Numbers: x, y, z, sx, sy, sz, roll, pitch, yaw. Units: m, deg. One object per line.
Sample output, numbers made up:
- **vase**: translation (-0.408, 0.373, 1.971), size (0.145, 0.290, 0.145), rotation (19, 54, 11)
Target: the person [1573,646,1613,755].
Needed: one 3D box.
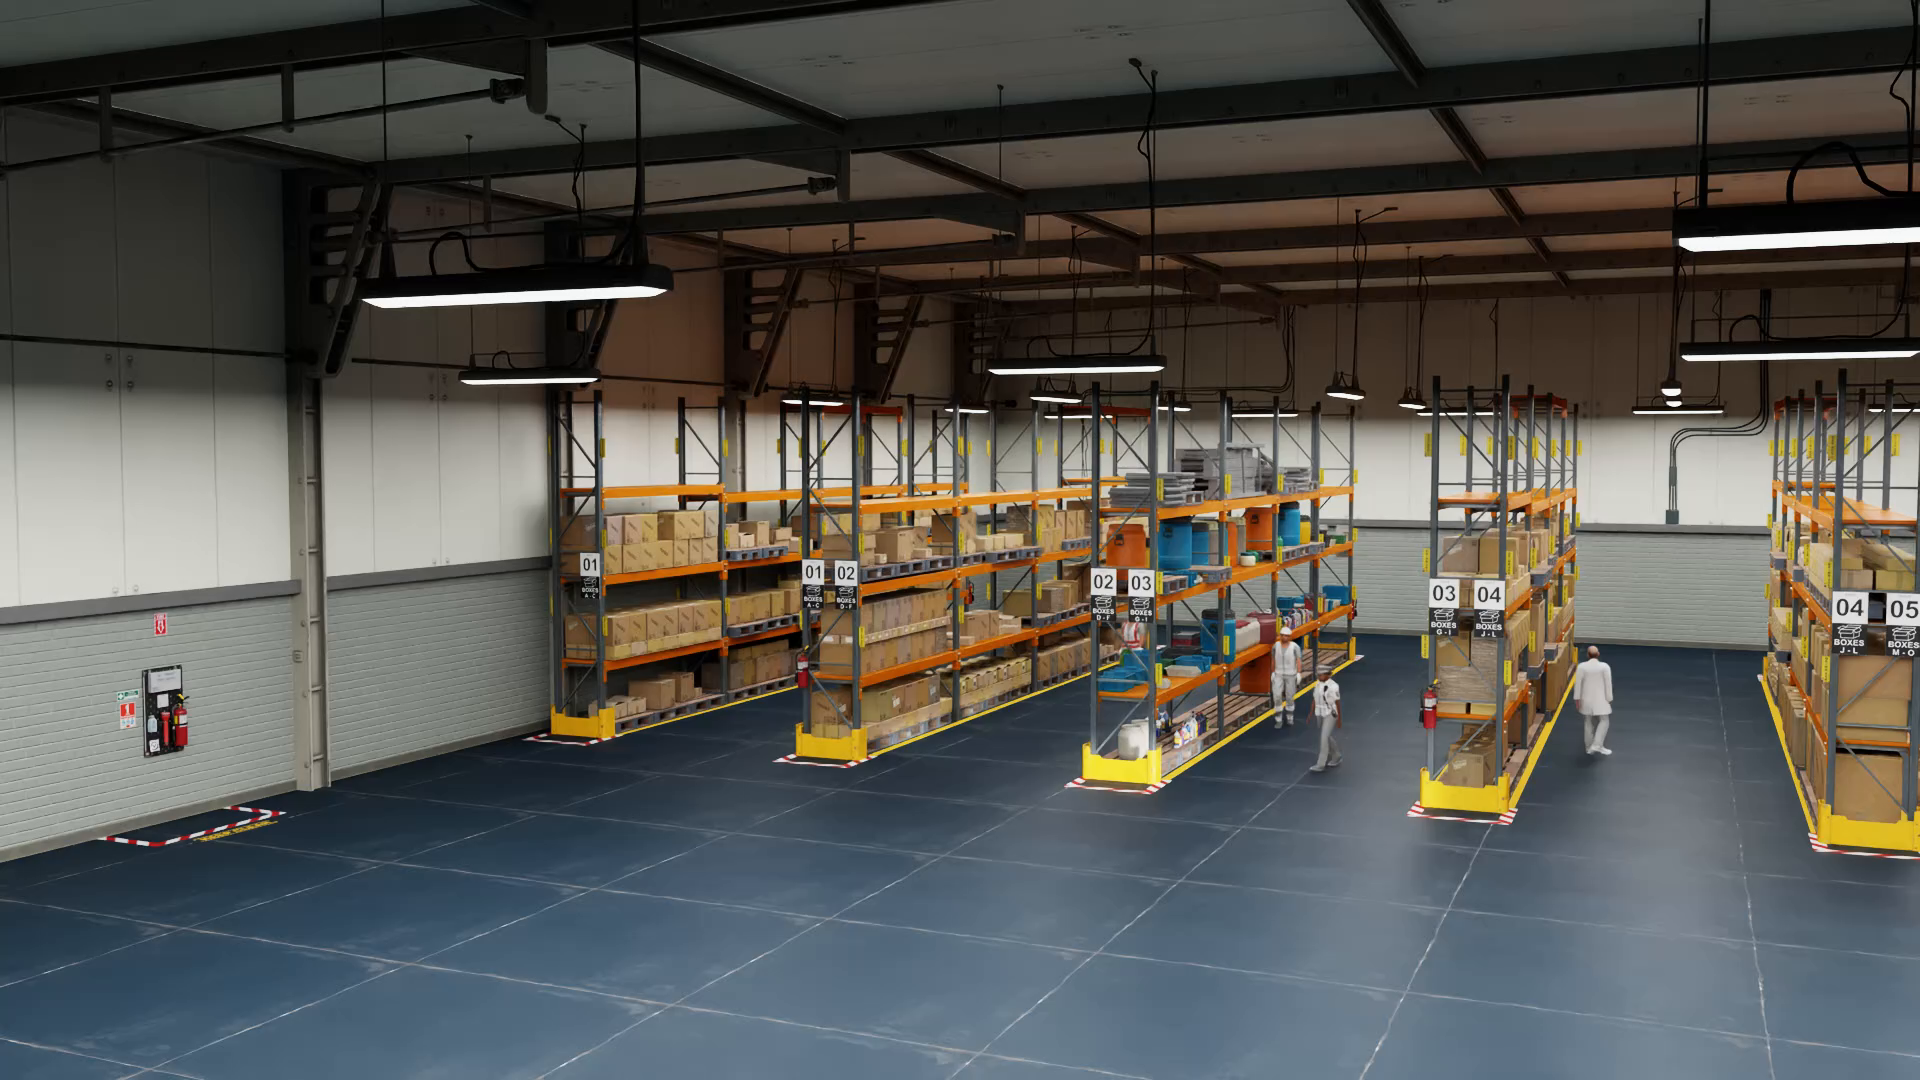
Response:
- **person**: translation (10.340, 2.619, 27.151), size (0.604, 1.775, 0.610), rotation (2, 4, 26)

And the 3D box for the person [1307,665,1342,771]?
- **person**: translation (5.680, 2.751, 25.919), size (0.894, 1.611, 0.486), rotation (-2, 4, -30)

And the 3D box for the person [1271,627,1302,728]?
- **person**: translation (5.857, 2.479, 29.870), size (0.581, 1.850, 0.528), rotation (1, 3, 24)

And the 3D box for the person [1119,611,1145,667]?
- **person**: translation (3.462, 2.234, 33.871), size (0.599, 1.723, 1.034), rotation (1, 3, 25)
